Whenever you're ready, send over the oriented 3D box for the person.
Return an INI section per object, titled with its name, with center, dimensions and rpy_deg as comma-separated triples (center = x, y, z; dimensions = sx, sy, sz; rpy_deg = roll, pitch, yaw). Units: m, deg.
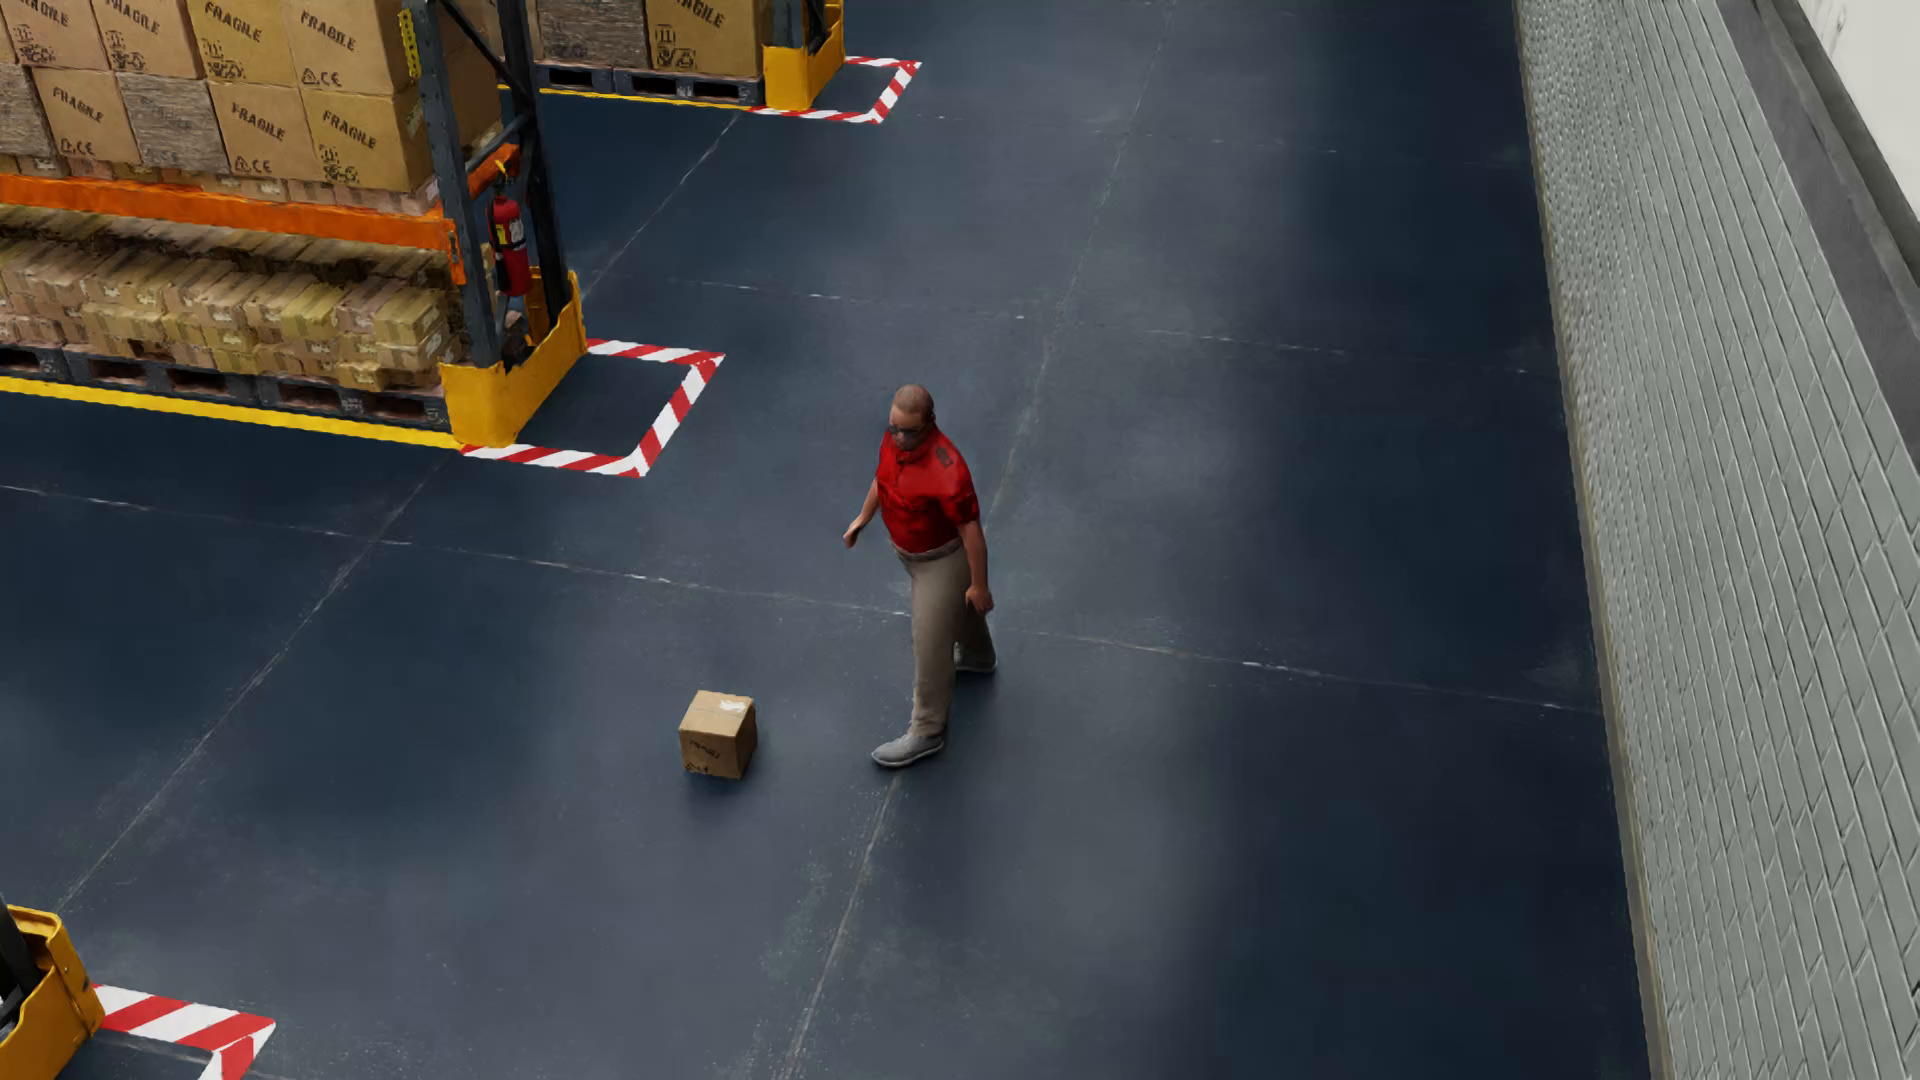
[person]
center = -0.137, 0.048, 6.931
dimensions = 0.757, 1.690, 0.677
rpy_deg = -15, 39, -19
